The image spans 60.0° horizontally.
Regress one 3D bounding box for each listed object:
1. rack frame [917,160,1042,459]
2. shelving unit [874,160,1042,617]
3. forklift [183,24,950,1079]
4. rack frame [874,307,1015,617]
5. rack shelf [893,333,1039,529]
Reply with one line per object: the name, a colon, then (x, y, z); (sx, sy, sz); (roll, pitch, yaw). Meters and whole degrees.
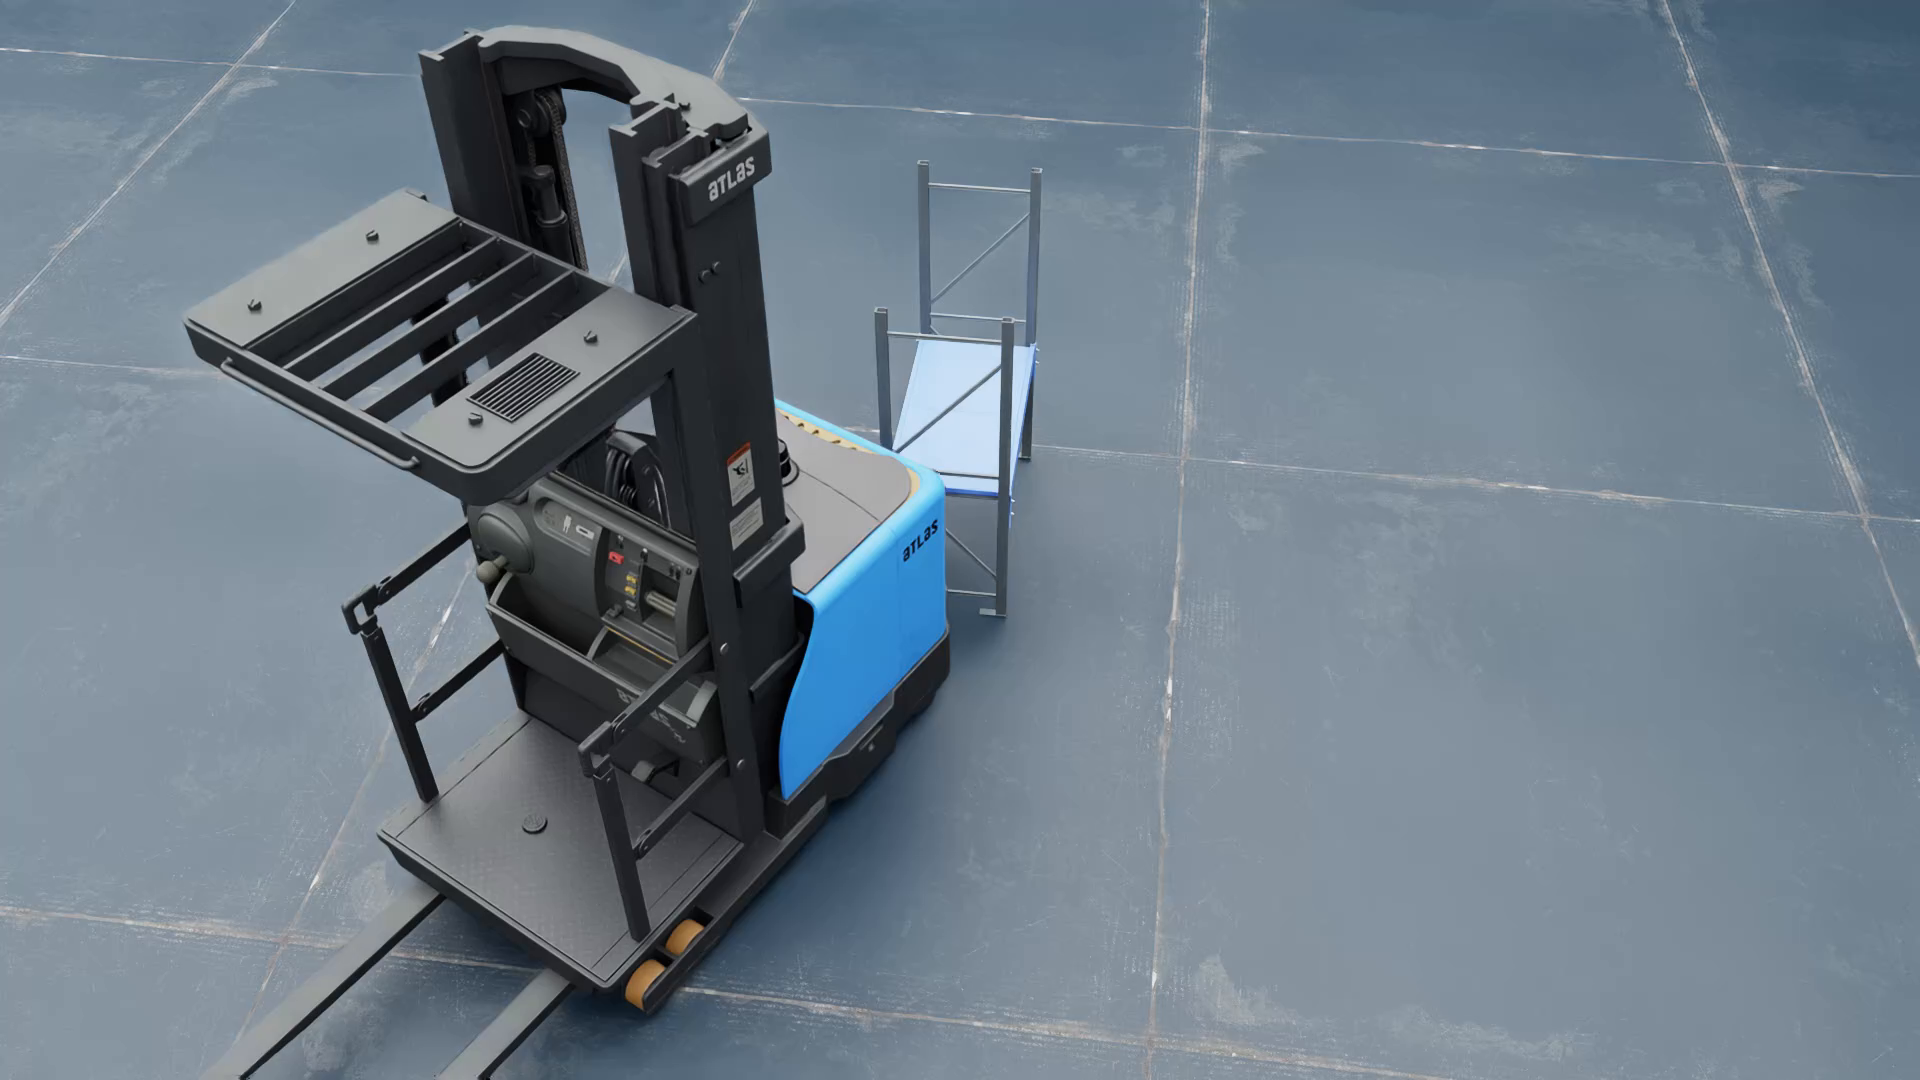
rack frame: (0.078, -0.949, 7.162); (0.500, 1.500, 0.032); (5, 44, 6)
shelving unit: (0.011, -0.603, 6.796); (0.538, 1.500, 1.048); (5, 44, 6)
forklift: (-1.289, 0.131, 4.980); (1.130, 2.935, 3.031); (25, 49, 24)
rack frame: (-0.056, -0.256, 6.430); (0.500, 1.500, 0.032); (5, 44, 6)
rack shelf: (0.011, -0.472, 6.919); (0.538, 0.185, 1.000); (5, 44, 6)
